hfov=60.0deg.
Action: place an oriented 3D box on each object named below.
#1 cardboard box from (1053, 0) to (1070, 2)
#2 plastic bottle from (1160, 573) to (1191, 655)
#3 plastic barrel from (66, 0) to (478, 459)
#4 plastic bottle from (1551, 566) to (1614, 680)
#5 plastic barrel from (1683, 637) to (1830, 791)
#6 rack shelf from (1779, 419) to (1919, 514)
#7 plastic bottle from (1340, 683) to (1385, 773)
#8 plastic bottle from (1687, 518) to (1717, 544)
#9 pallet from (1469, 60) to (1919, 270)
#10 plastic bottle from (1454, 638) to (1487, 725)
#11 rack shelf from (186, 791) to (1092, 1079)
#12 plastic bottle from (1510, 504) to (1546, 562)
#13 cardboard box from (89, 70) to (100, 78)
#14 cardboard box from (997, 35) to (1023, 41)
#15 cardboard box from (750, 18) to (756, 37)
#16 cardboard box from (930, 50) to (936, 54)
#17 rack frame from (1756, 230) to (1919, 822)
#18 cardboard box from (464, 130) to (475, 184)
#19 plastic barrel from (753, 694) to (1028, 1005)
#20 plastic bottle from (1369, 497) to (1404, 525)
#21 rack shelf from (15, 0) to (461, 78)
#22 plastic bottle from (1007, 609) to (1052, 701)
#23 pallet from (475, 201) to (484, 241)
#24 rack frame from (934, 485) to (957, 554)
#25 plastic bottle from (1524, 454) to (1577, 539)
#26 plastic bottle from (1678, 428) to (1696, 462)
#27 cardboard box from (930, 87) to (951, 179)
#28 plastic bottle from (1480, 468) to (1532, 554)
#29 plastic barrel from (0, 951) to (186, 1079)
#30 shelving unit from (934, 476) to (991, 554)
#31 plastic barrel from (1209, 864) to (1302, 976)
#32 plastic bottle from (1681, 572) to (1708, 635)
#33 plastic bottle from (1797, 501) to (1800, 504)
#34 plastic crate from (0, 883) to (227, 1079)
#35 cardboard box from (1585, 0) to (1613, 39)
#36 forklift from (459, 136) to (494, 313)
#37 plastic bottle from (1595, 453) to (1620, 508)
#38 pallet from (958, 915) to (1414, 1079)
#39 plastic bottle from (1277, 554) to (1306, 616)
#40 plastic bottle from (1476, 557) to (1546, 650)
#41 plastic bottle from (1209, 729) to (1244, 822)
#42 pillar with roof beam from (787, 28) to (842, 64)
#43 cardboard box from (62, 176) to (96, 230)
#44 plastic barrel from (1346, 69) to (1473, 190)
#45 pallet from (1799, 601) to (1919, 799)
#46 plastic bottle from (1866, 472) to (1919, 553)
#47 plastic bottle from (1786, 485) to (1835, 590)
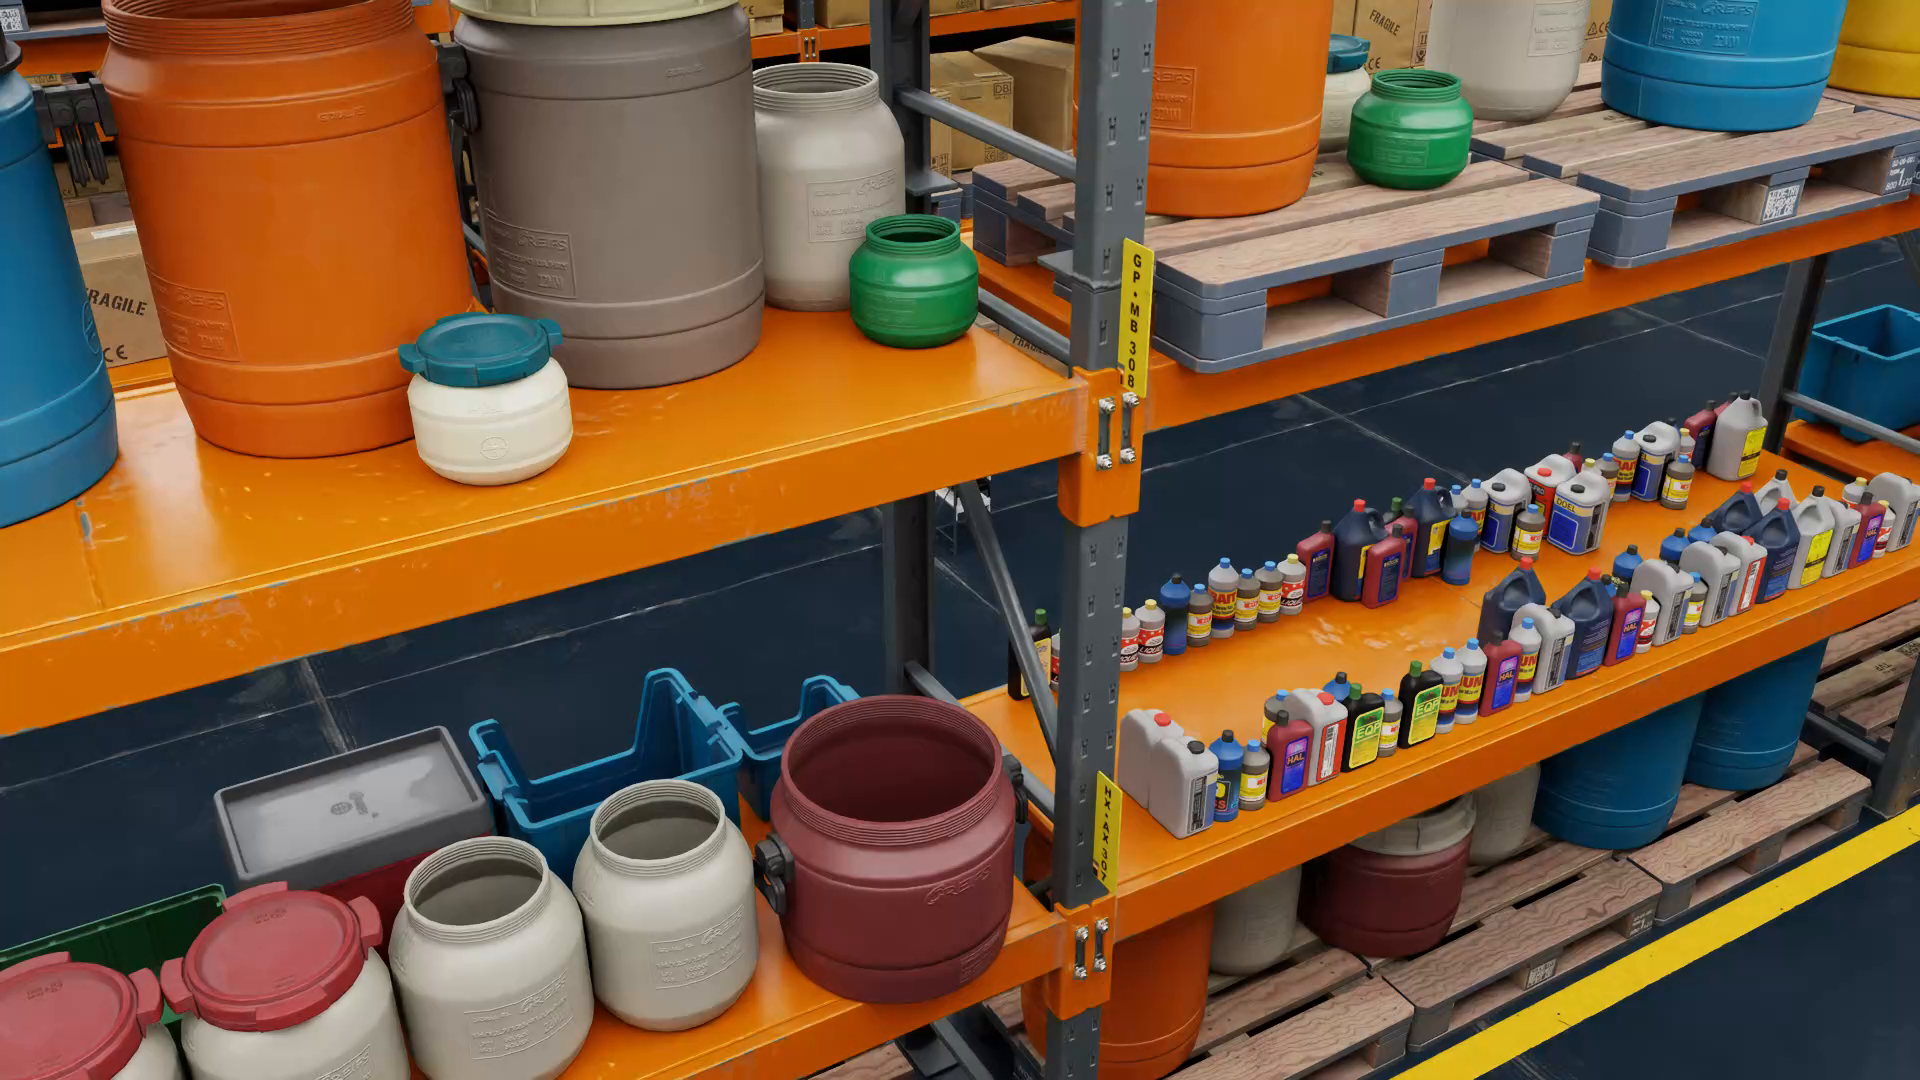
[{"bbox_3d":[0.904,-5.328,14.990,0.700,0.700,0.980,-16,33,-27],"label":"cardboard box"},{"bbox_3d":[0.690,0.231,5.359,0.097,0.271,0.097,0,29,0],"label":"plastic bottle"},{"bbox_3d":[-1.300,-0.654,3.282,0.708,0.830,0.600,-16,33,-26],"label":"plastic barrel"},{"bbox_3d":[1.955,0.250,5.243,0.185,0.351,0.144,-16,33,-26],"label":"plastic bottle"},{"bbox_3d":[3.053,0.458,6.552,0.708,0.901,0.600,-16,33,-26],"label":"plastic barrel"},{"bbox_3d":[5.255,-0.577,7.436,4.000,0.370,1.077,-16,33,-26],"label":"rack shelf"},{"bbox_3d":[1.157,0.529,4.807,0.133,0.283,0.061,-16,33,-26],"label":"plastic bottle"},{"bbox_3d":[2.526,0.050,5.687,0.097,0.271,0.097,0,29,0],"label":"plastic bottle"},{"bbox_3d":[1.928,-1.122,4.769,1.213,0.211,1.003,-16,33,-26],"label":"pallet"},{"bbox_3d":[1.530,0.419,5.020,0.097,0.271,0.097,0,29,0],"label":"plastic bottle"},{"bbox_3d":[-1.642,1.381,3.887,4.000,0.370,1.077,-16,33,-26],"label":"rack shelf"},{"bbox_3d":[2.020,-0.030,5.906,0.097,0.201,0.097,0,29,0],"label":"plastic bottle"},{"bbox_3d":[-5.805,-3.519,11.464,0.500,0.500,0.700,-19,34,-31],"label":"cardboard box"},{"bbox_3d":[0.543,-4.535,15.344,0.250,0.149,0.380,-15,32,-26],"label":"cardboard box"},{"bbox_3d":[-1.842,-4.156,13.416,0.250,0.149,0.380,-15,32,-25],"label":"cardboard box"},{"bbox_3d":[-0.337,-4.285,14.891,0.250,0.149,0.380,-17,33,-28],"label":"cardboard box"},{"bbox_3d":[3.531,-0.402,6.375,0.127,3.000,1.000,-16,33,-26],"label":"rack frame"},{"bbox_3d":[-3.478,-3.130,13.108,0.750,0.750,0.750,-16,33,-27],"label":"cardboard box"},{"bbox_3d":[-0.164,0.757,4.133,0.708,0.536,0.600,-16,33,-26],"label":"plastic barrel"},{"bbox_3d":[1.475,-0.007,5.778,0.133,0.283,0.061,-16,33,-26],"label":"plastic bottle"},{"bbox_3d":[-4.148,-1.996,6.903,4.000,0.370,1.077,-16,33,-26],"label":"rack shelf"},{"bbox_3d":[0.215,0.351,5.130,0.133,0.283,0.061,-16,33,-26],"label":"plastic bottle"},{"bbox_3d":[-1.875,-1.599,8.741,1.003,0.211,1.213,-16,33,-26],"label":"pallet"},{"bbox_3d":[-0.081,-0.371,8.491,0.006,0.900,0.240,-16,33,-26],"label":"rack frame"},{"bbox_3d":[2.141,-0.167,6.076,0.135,0.276,0.152,-16,33,-26],"label":"plastic bottle"},{"bbox_3d":[2.793,-0.335,6.458,0.097,0.201,0.097,0,29,0],"label":"plastic bottle"},{"bbox_3d":[-0.467,-2.236,9.160,0.700,0.500,0.500,26,38,38],"label":"cardboard box"},{"bbox_3d":[1.941,-0.110,5.973,0.135,0.276,0.152,-16,33,-26],"label":"plastic bottle"},{"bbox_3d":[-1.798,1.174,3.378,0.433,0.535,0.433,0,29,0],"label":"plastic barrel"},{"bbox_3d":[0.007,-0.396,8.536,0.210,0.900,0.258,-16,33,-26],"label":"shelving unit"},{"bbox_3d":[0.937,1.180,5.648,0.421,0.512,0.421,0,29,0],"label":"plastic barrel"},{"bbox_3d":[2.403,0.201,5.486,0.097,0.201,0.097,0,29,0],"label":"plastic bottle"},{"bbox_3d":[2.961,-0.042,5.928,0.097,0.201,0.097,0,29,0],"label":"plastic bottle"},{"bbox_3d":[-2.008,1.105,3.863,0.662,0.188,0.450,-16,33,-26],"label":"plastic crate"},{"bbox_3d":[4.229,-3.704,11.219,0.500,0.500,0.500,-16,33,-27],"label":"cardboard box"},{"bbox_3d":[-2.858,-2.445,10.147,3.031,2.935,1.130,-5,29,-10],"label":"forklift"},{"bbox_3d":[2.426,-0.231,6.269,0.097,0.201,0.097,0,29,0],"label":"plastic bottle"},{"bbox_3d":[0.741,1.587,5.656,1.213,0.211,1.003,-16,33,-26],"label":"pallet"},{"bbox_3d":[1.110,0.143,5.592,0.097,0.201,0.097,0,29,0],"label":"plastic bottle"},{"bbox_3d":[1.761,0.220,5.299,0.185,0.351,0.144,-16,33,-26],"label":"plastic bottle"},{"bbox_3d":[0.733,0.645,4.610,0.097,0.271,0.097,0,29,0],"label":"plastic bottle"},{"bbox_3d":[0.858,-5.894,10.117,0.400,9.000,9.100,-16,33,-26],"label":"pillar with roof beam"},{"bbox_3d":[-6.448,-2.240,11.835,0.500,0.500,0.700,-16,33,-27],"label":"cardboard box"},{"bbox_3d":[1.112,-1.016,4.108,0.294,0.245,0.294,0,29,0],"label":"plastic barrel"},{"bbox_3d":[4.145,0.622,7.404,1.213,0.211,1.003,-16,33,-26],"label":"pallet"},{"bbox_3d":[3.355,-0.117,5.986,0.135,0.276,0.152,-16,33,-26],"label":"plastic bottle"},{"bbox_3d":[2.904,-0.020,5.732,0.185,0.351,0.144,-16,33,-26],"label":"plastic bottle"}]
